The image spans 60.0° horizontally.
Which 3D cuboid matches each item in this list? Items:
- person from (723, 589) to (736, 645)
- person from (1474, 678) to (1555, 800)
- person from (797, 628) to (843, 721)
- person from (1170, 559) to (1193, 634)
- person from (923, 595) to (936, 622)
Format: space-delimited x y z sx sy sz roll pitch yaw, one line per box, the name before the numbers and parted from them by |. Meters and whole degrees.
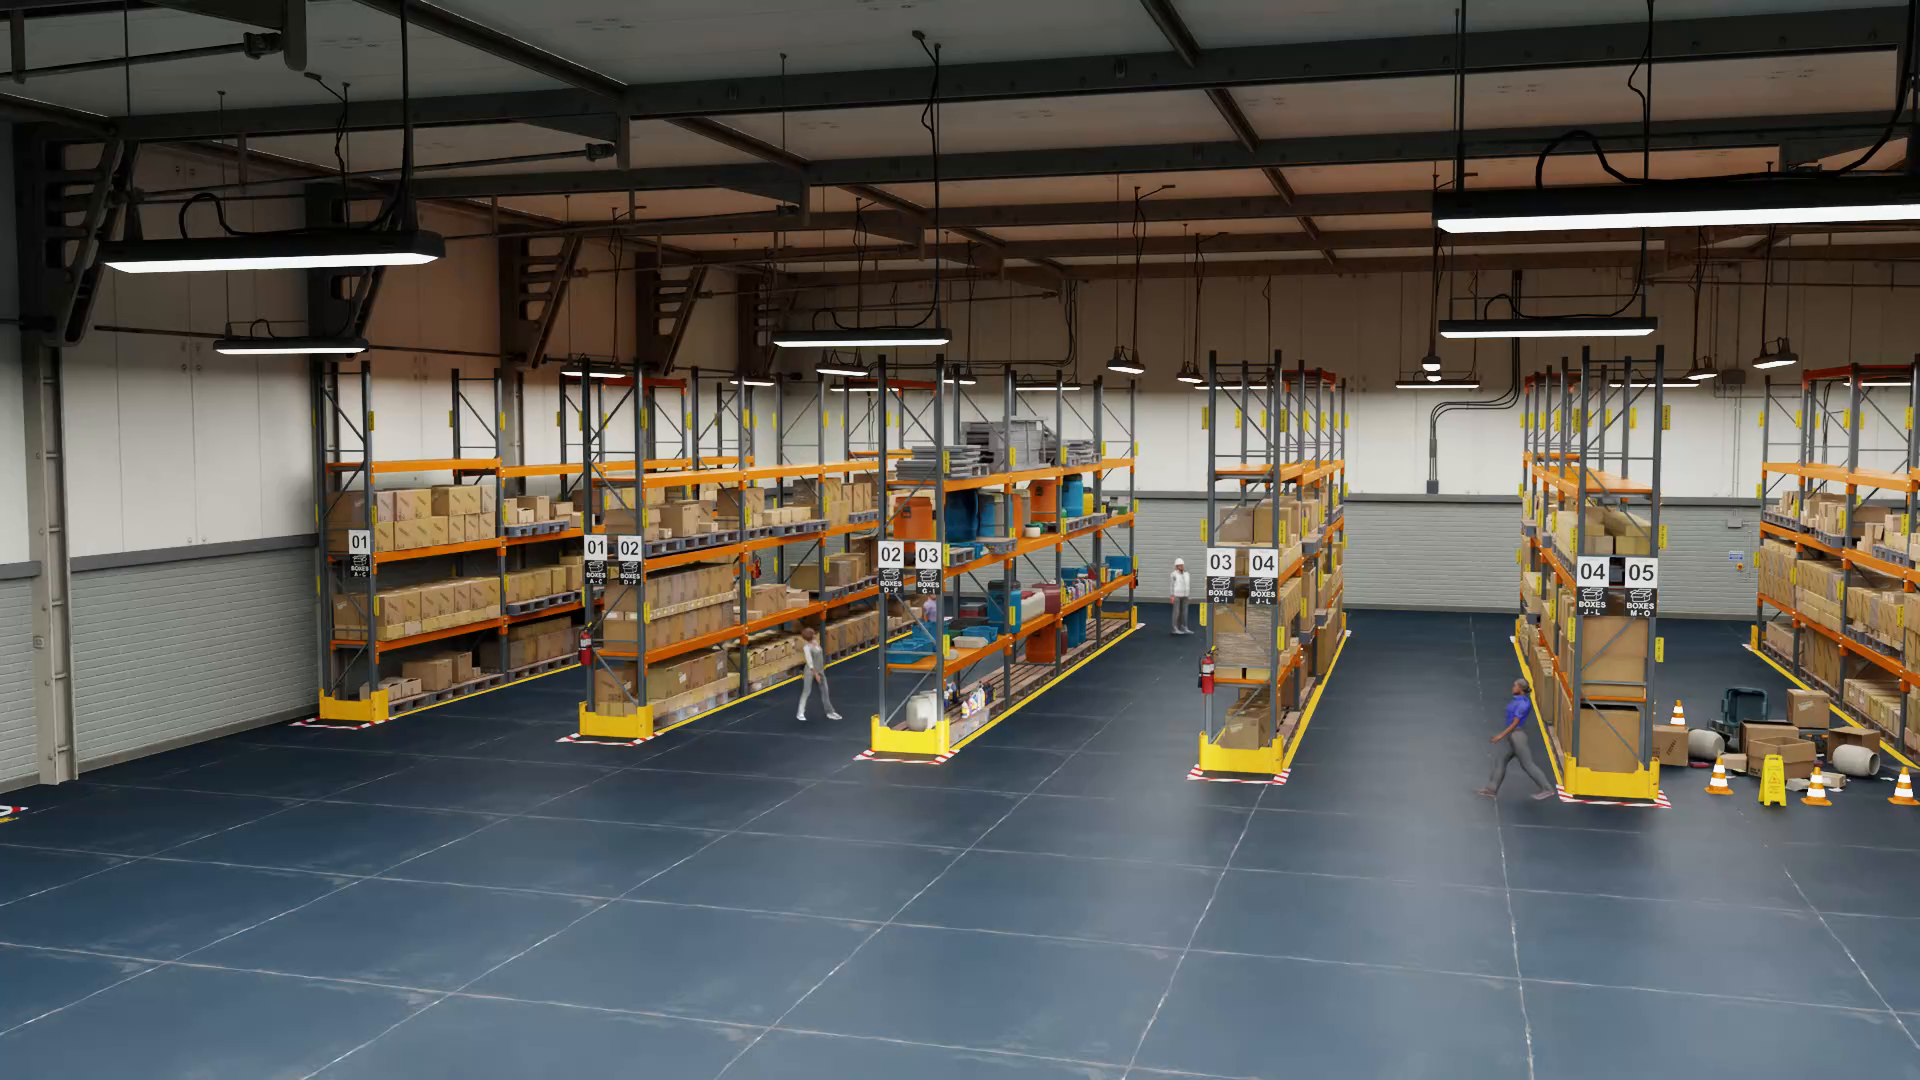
person | -4.754 1.631 34.689 0.521 1.802 0.585 2 5 25
person | 7.327 2.661 21.963 0.992 1.531 0.561 1 4 15
person | -2.386 2.231 27.754 0.689 1.564 0.535 3 5 34
person | 5.196 1.326 39.096 0.588 1.779 0.373 -2 5 -28
person | -0.511 1.797 33.436 0.498 1.670 0.504 2 5 28
